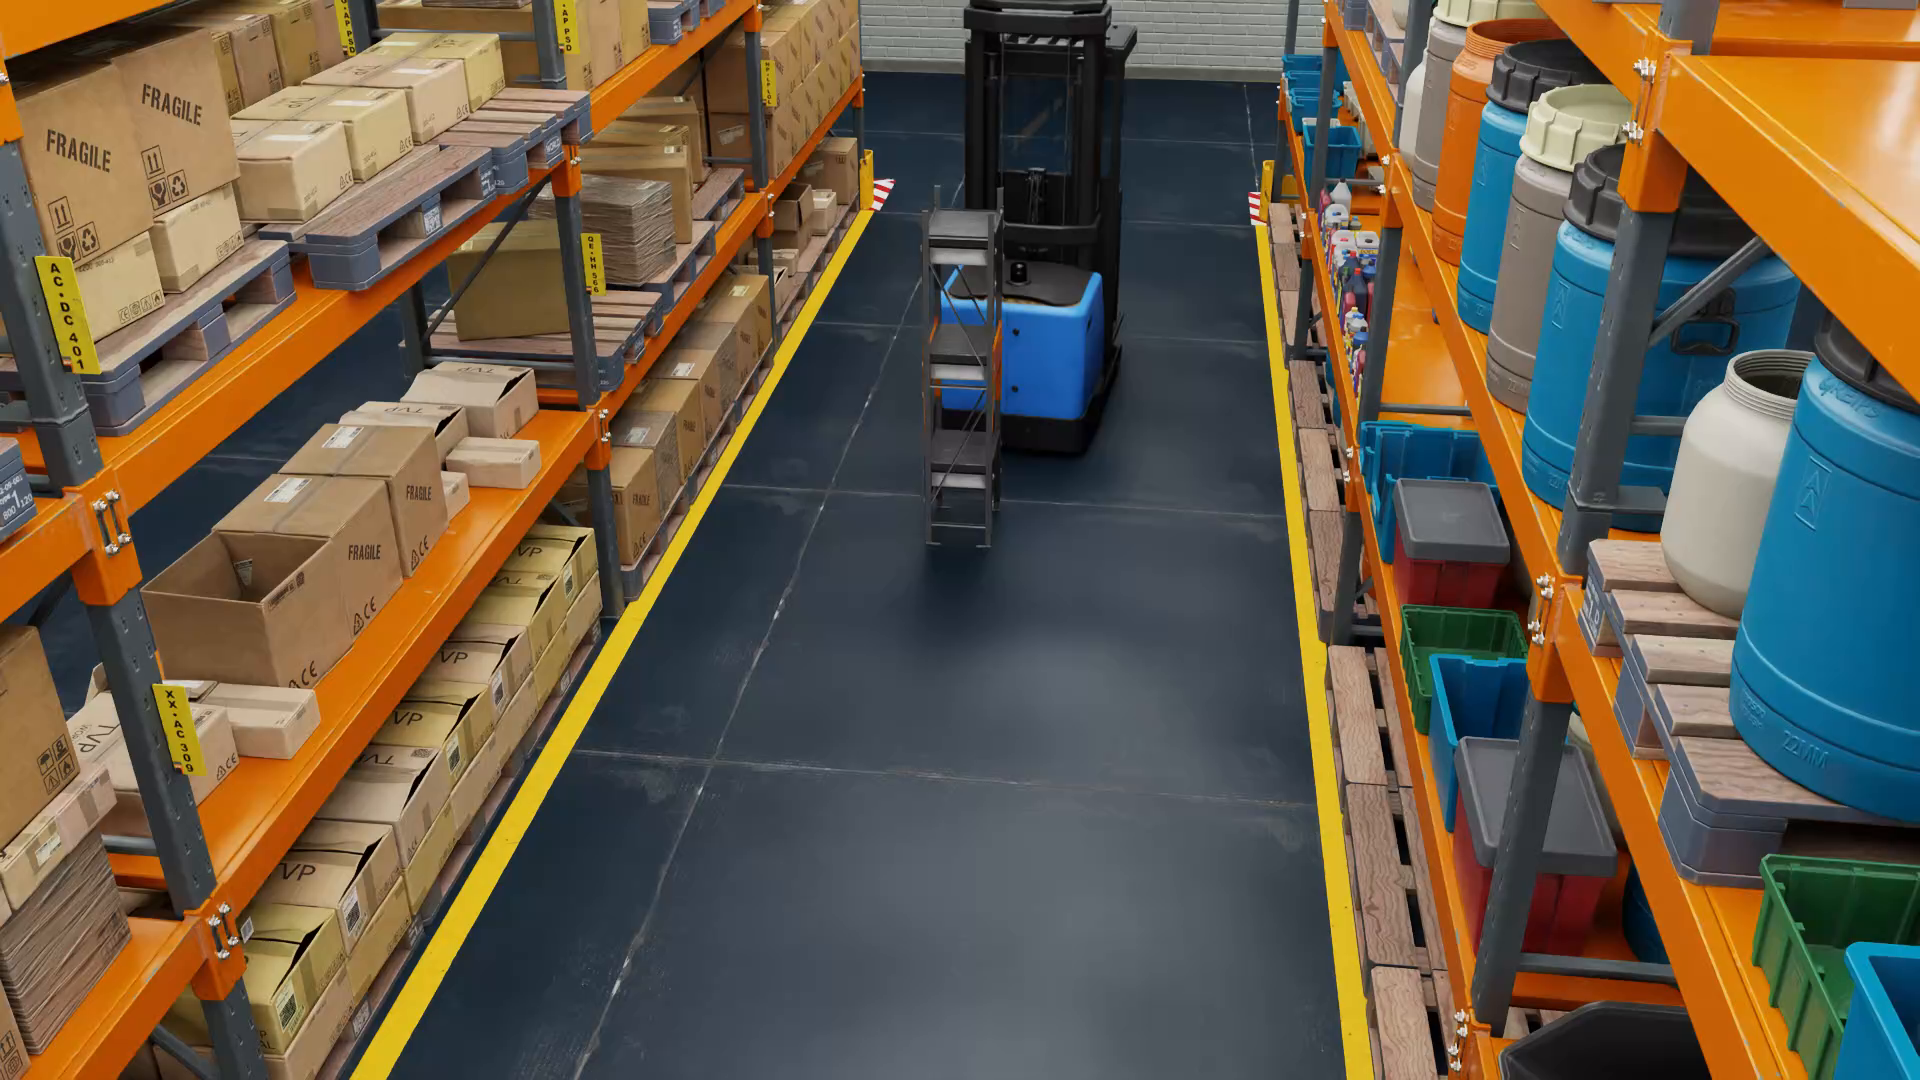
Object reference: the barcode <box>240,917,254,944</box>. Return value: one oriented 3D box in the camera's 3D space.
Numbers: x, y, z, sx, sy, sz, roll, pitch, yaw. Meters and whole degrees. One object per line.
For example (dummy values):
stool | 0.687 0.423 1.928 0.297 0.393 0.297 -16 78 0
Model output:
barcode | -2.462 1.348 5.744 0.001 0.075 0.075 3 28 6

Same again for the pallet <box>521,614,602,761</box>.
pallet | -2.556 0.690 8.747 1.003 0.211 1.213 3 28 6

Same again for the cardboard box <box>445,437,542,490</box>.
cardboard box | -2.253 -0.373 8.044 0.380 0.149 0.250 3 28 6

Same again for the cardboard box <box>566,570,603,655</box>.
cardboard box | -2.239 0.365 8.867 0.500 0.250 0.500 4 29 7

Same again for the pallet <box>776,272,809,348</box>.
pallet | -1.842 -1.901 13.557 1.003 0.211 1.213 3 28 6

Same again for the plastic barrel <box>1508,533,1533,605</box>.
plastic barrel | 2.533 0.012 6.946 0.421 0.512 0.421 0 28 0

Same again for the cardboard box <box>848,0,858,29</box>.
cardboard box | -1.218 -4.947 15.111 0.500 0.500 0.500 3 28 6

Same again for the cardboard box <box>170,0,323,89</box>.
cardboard box | -6.484 -4.523 15.167 0.980 0.700 0.700 3 28 6

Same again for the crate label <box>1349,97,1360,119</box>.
crate label | 3.499 -3.647 14.071 0.396 0.136 0.243 3 28 6

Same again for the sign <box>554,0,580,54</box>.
sign | -1.867 -2.470 7.881 0.100 0.325 0.005 3 28 6

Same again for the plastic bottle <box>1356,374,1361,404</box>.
plastic bottle | 2.157 -0.814 8.808 0.097 0.201 0.097 0 28 0

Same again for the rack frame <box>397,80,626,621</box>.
rack frame | -2.417 -0.923 8.800 1.000 3.000 0.127 3 28 6

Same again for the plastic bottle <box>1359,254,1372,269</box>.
plastic bottle | 2.538 -1.689 10.433 0.097 0.201 0.097 0 28 0

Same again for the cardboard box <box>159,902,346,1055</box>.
cardboard box | -2.609 1.559 6.059 0.500 0.311 0.500 3 29 6

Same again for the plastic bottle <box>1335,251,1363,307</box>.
plastic bottle | 2.365 -1.587 10.085 0.144 0.351 0.185 3 28 6

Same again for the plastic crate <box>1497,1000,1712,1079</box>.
plastic crate | 1.818 1.516 4.339 0.767 0.338 0.504 3 28 6

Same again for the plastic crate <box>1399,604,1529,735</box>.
plastic crate | 1.942 0.507 6.370 0.450 0.188 0.662 3 28 6

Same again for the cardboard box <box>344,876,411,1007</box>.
cardboard box | -2.548 1.570 6.630 0.500 0.250 0.500 4 29 7

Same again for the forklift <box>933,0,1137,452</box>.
forklift | 0.626 -2.561 11.913 1.130 2.935 3.031 6 29 11

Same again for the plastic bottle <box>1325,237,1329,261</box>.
plastic bottle | 2.444 -1.916 10.853 0.097 0.201 0.097 0 28 0

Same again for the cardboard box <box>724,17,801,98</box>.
cardboard box | -1.527 -3.738 12.867 0.500 0.500 0.500 2 28 5

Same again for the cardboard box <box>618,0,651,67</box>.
cardboard box | -2.271 -2.980 9.350 0.910 0.500 0.500 3 28 6

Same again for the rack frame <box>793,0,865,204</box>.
rack frame | -1.437 -4.689 15.790 1.000 3.000 0.127 3 28 6

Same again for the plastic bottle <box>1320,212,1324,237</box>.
plastic bottle | 2.508 -2.163 11.311 0.097 0.201 0.097 0 28 0

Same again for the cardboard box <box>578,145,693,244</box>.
cardboard box | -2.082 -2.199 10.622 0.700 0.500 0.500 -4 29 -7

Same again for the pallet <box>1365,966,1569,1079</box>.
pallet | 2.066 2.105 6.120 1.003 0.211 1.213 3 28 6

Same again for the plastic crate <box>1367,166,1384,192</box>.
plastic crate | 3.188 -2.637 12.197 0.396 0.136 0.243 3 28 6

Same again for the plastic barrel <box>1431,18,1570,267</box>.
plastic barrel | 2.103 -1.461 6.184 0.600 0.830 0.708 3 28 6

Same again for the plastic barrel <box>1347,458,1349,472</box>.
plastic barrel | 2.680 -0.519 10.151 0.600 0.588 0.708 3 28 6

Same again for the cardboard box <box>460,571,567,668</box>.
cardboard box | -2.294 0.362 8.281 0.500 0.311 0.500 3 28 5

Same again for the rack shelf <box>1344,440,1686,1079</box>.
rack shelf | 2.254 0.625 6.686 1.077 0.370 4.000 3 28 6

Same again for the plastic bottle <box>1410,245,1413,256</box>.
plastic bottle | 3.058 -2.051 10.947 0.144 0.351 0.185 3 28 6

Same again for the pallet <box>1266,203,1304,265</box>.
pallet | 3.339 -2.785 15.198 1.003 0.211 1.213 3 28 6

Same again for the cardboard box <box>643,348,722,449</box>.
cardboard box | -1.894 -0.942 11.008 0.500 0.500 0.500 2 28 4

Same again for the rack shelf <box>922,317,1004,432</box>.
rack shelf | 0.020 -0.990 9.903 0.431 0.518 0.480 3 28 6

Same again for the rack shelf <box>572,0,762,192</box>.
rack shelf | -2.172 -2.868 10.007 1.077 0.370 4.000 3 28 6

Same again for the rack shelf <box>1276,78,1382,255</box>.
rack shelf | 3.234 -3.141 13.676 1.077 0.370 4.000 3 28 6

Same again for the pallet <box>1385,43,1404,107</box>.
pallet | 2.690 -2.225 8.254 1.003 0.211 1.213 3 28 6

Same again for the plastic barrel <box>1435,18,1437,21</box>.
plastic barrel | 2.571 -2.595 7.846 0.600 0.830 0.708 3 28 6

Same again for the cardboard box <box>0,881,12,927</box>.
cardboard box | -2.790 1.011 4.422 0.380 0.149 0.250 3 28 5

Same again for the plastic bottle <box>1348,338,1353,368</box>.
plastic bottle | 2.221 -1.060 9.265 0.097 0.201 0.097 0 28 0

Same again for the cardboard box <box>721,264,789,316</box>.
cardboard box | -1.661 -2.001 13.172 0.500 0.311 0.500 3 28 6

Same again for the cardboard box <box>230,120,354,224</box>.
cardboard box | -2.612 -1.376 6.194 0.500 0.250 0.500 1 28 2

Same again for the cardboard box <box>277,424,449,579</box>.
cardboard box | -2.606 -0.176 7.309 0.500 0.500 0.500 2 28 3

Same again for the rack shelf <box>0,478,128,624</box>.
rack shelf | -3.152 0.898 3.017 1.077 0.370 4.000 3 28 6

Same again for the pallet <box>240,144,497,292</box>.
pallet | -2.545 -1.309 6.554 1.003 0.211 1.213 5 29 9

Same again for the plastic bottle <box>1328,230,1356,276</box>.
plastic bottle | 2.441 -1.830 10.615 0.152 0.276 0.135 3 28 6

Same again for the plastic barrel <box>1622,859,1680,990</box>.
plastic barrel | 2.357 0.865 4.954 0.600 0.901 0.708 3 28 6

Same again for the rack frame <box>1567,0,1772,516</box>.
rack frame | 2.009 -1.392 3.345 1.000 3.000 0.127 3 28 6

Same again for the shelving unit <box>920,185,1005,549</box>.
shelving unit | 0.020 -1.002 9.897 0.431 2.100 0.503 3 28 6

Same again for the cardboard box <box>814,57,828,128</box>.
cardboard box | -1.410 -3.790 14.017 0.500 0.500 0.500 3 28 5

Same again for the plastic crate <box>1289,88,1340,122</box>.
plastic crate | 2.961 -3.635 13.948 0.416 0.233 0.300 3 28 6
